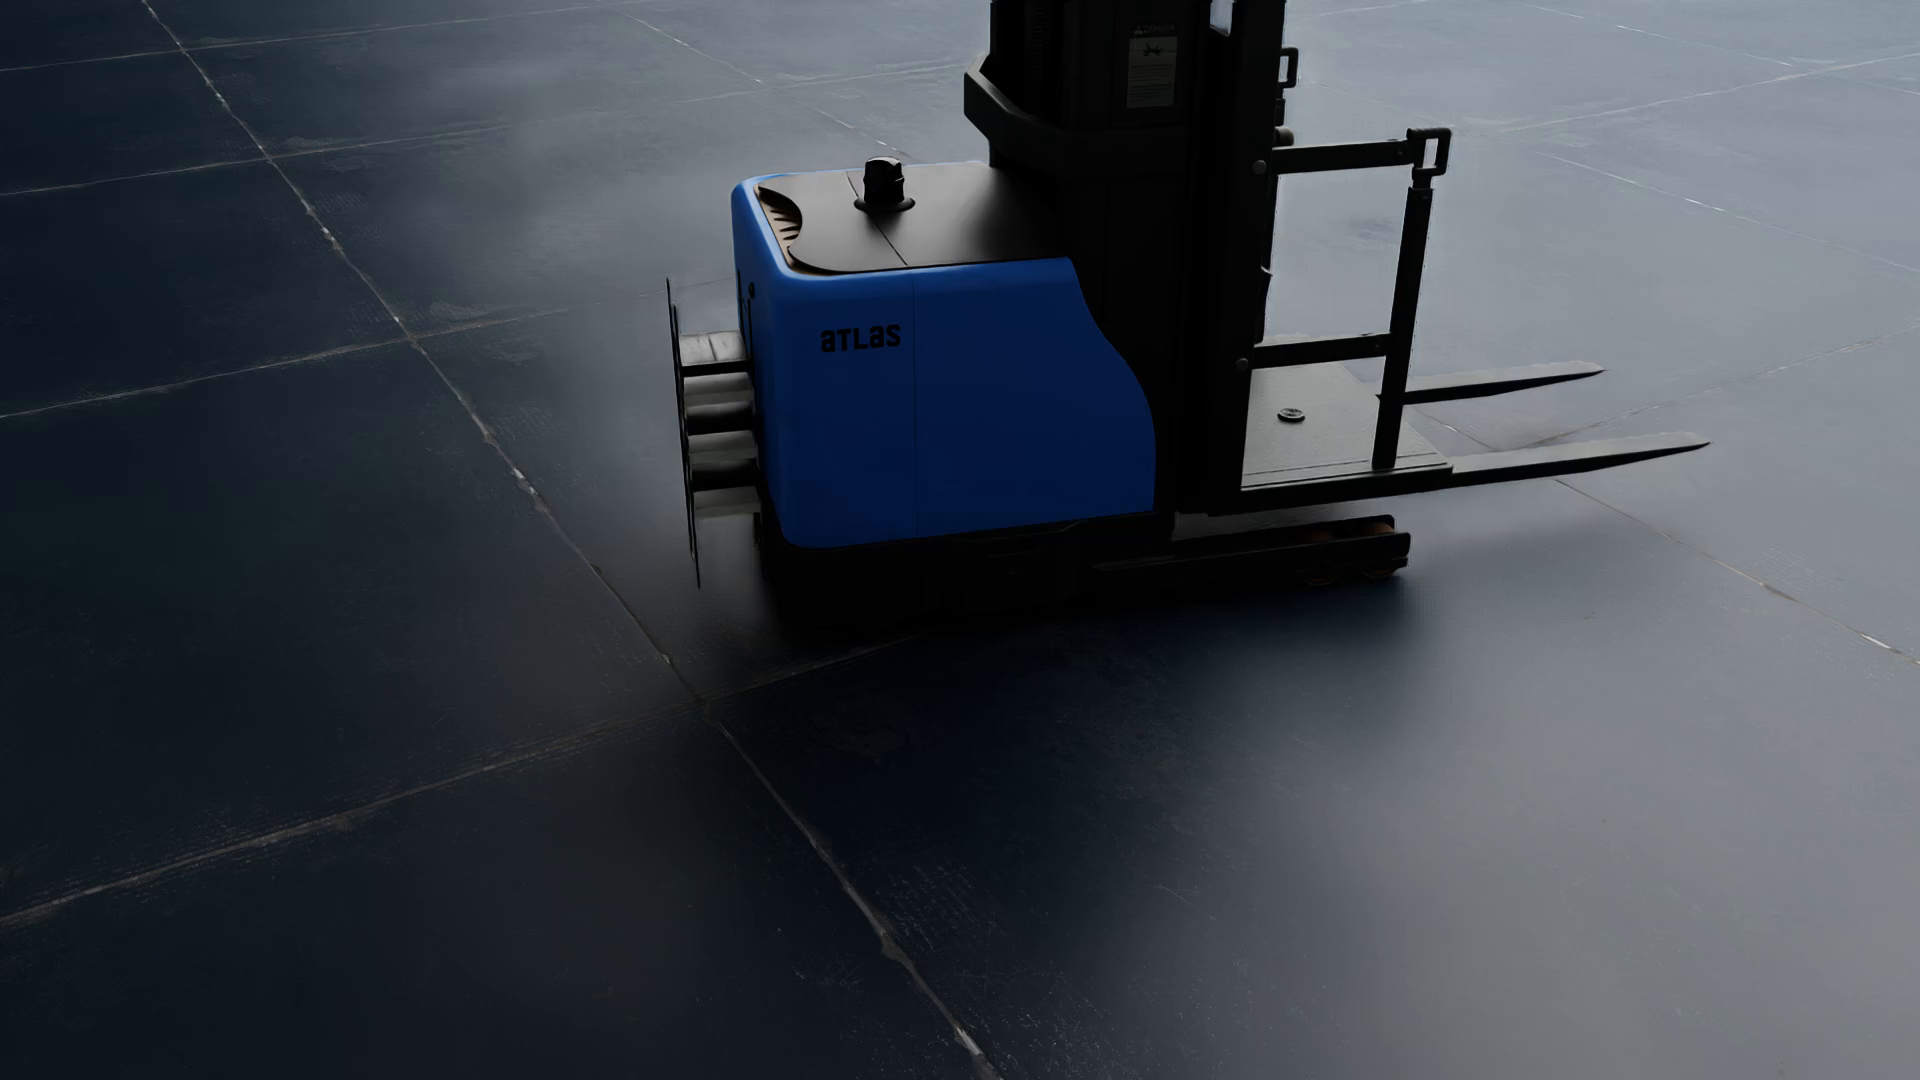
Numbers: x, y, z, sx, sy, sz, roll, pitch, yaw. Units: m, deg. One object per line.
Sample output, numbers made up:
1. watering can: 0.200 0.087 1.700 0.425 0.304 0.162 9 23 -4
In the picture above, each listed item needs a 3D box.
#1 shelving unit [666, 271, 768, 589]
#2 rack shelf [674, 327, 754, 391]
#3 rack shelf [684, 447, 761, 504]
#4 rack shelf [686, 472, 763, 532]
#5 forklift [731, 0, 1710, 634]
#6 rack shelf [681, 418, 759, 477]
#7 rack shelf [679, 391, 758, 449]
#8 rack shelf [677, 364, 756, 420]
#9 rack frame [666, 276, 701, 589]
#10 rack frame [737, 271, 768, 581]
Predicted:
1. shelving unit: -0.710 -0.314 4.888 0.210 0.900 0.258 -7 30 -12
2. rack shelf: -0.710 -0.522 4.774 0.200 0.077 0.258 -7 30 -12
3. rack shelf: -0.710 -0.206 4.948 0.200 0.077 0.258 -7 30 -12
4. rack shelf: -0.710 -0.128 4.992 0.200 0.077 0.258 -7 30 -12
5. forklift: 0.872 -1.386 4.728 3.031 2.935 1.130 -7 30 -12
6. rack shelf: -0.710 -0.285 4.905 0.200 0.077 0.258 -7 30 -12
7. rack shelf: -0.710 -0.364 4.861 0.200 0.077 0.258 -7 30 -12
8. rack shelf: -0.710 -0.443 4.818 0.200 0.077 0.258 -7 30 -12
9. rack frame: -0.809 -0.303 4.867 0.006 0.900 0.240 -7 30 -12
10. rack frame: -0.611 -0.326 4.910 0.006 0.900 0.240 -7 30 -12
